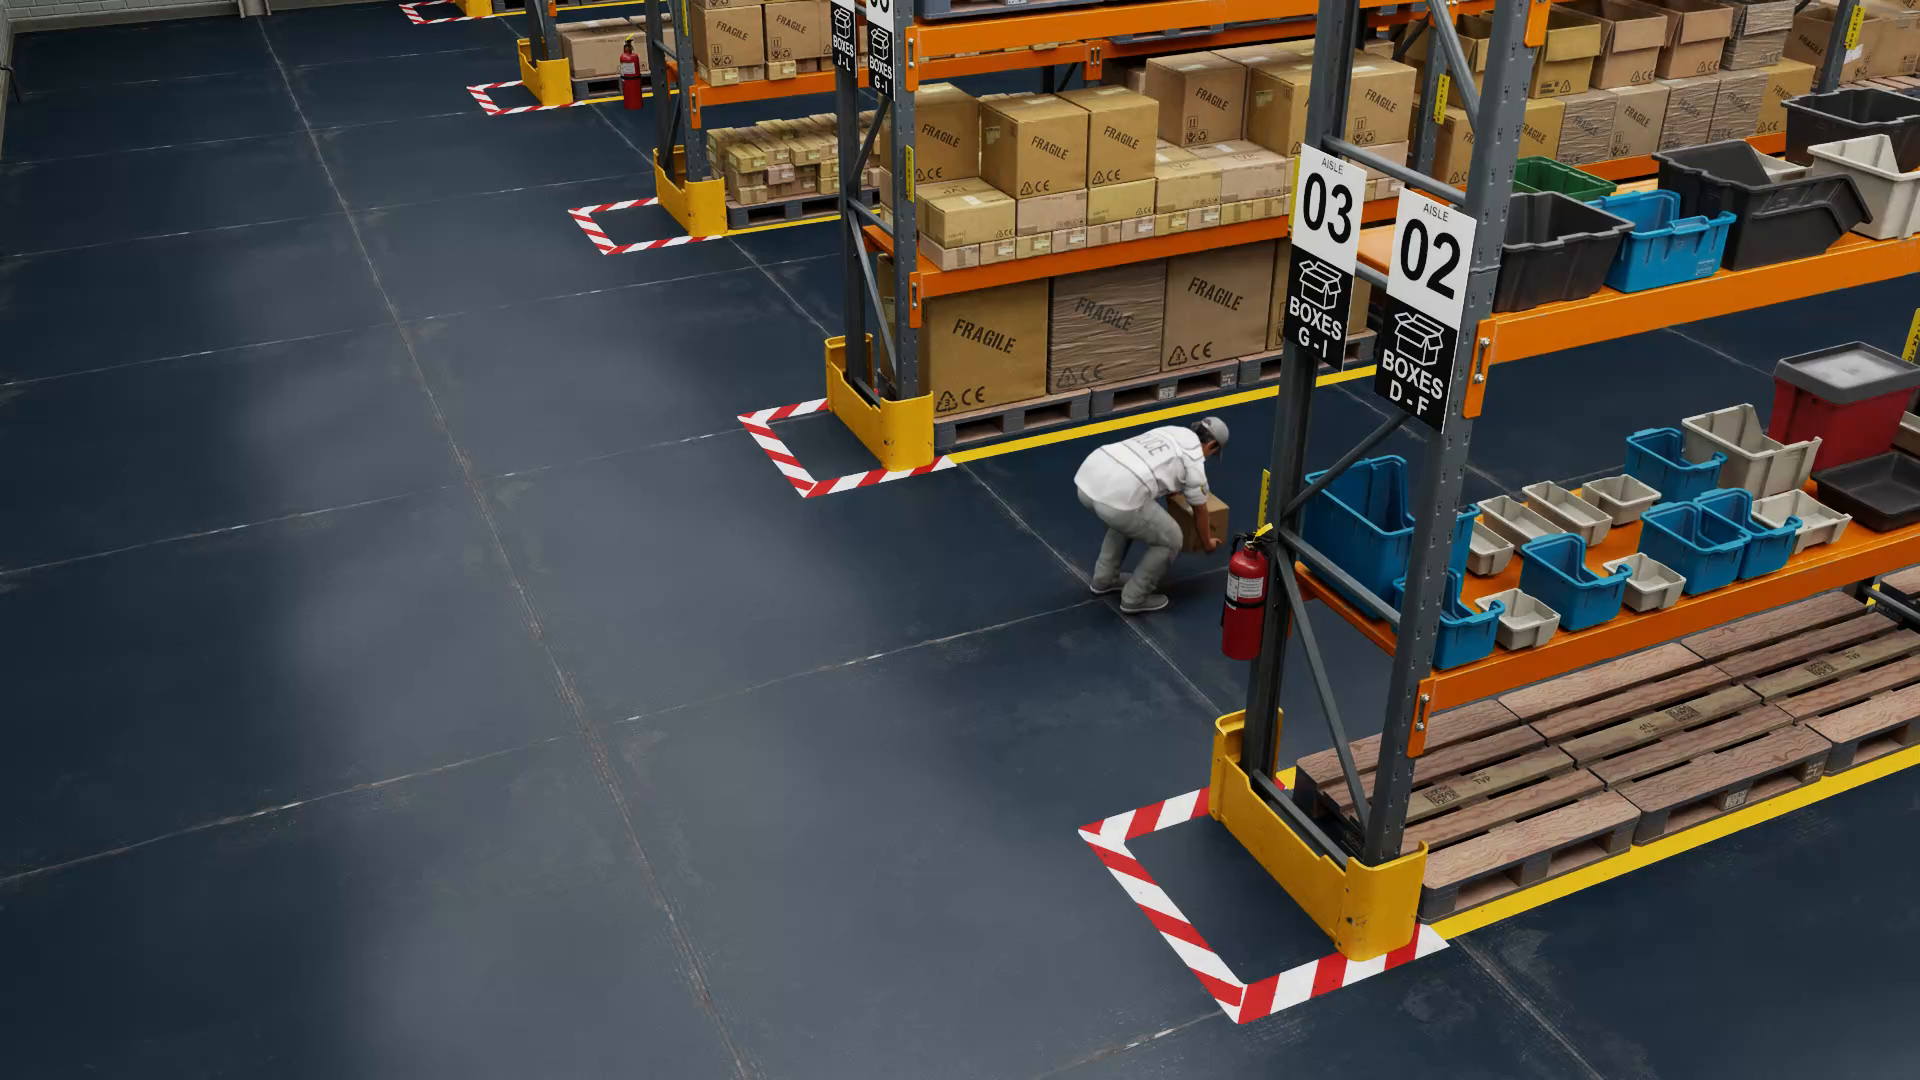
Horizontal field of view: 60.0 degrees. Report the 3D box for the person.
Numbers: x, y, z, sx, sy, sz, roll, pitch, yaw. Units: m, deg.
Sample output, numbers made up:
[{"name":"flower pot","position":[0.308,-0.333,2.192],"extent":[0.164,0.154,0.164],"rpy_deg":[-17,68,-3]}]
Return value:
[{"name":"person","position":[1.086,-0.144,9.341],"extent":[0.938,1.032,0.504],"rpy_deg":[-15,33,-24]}]
